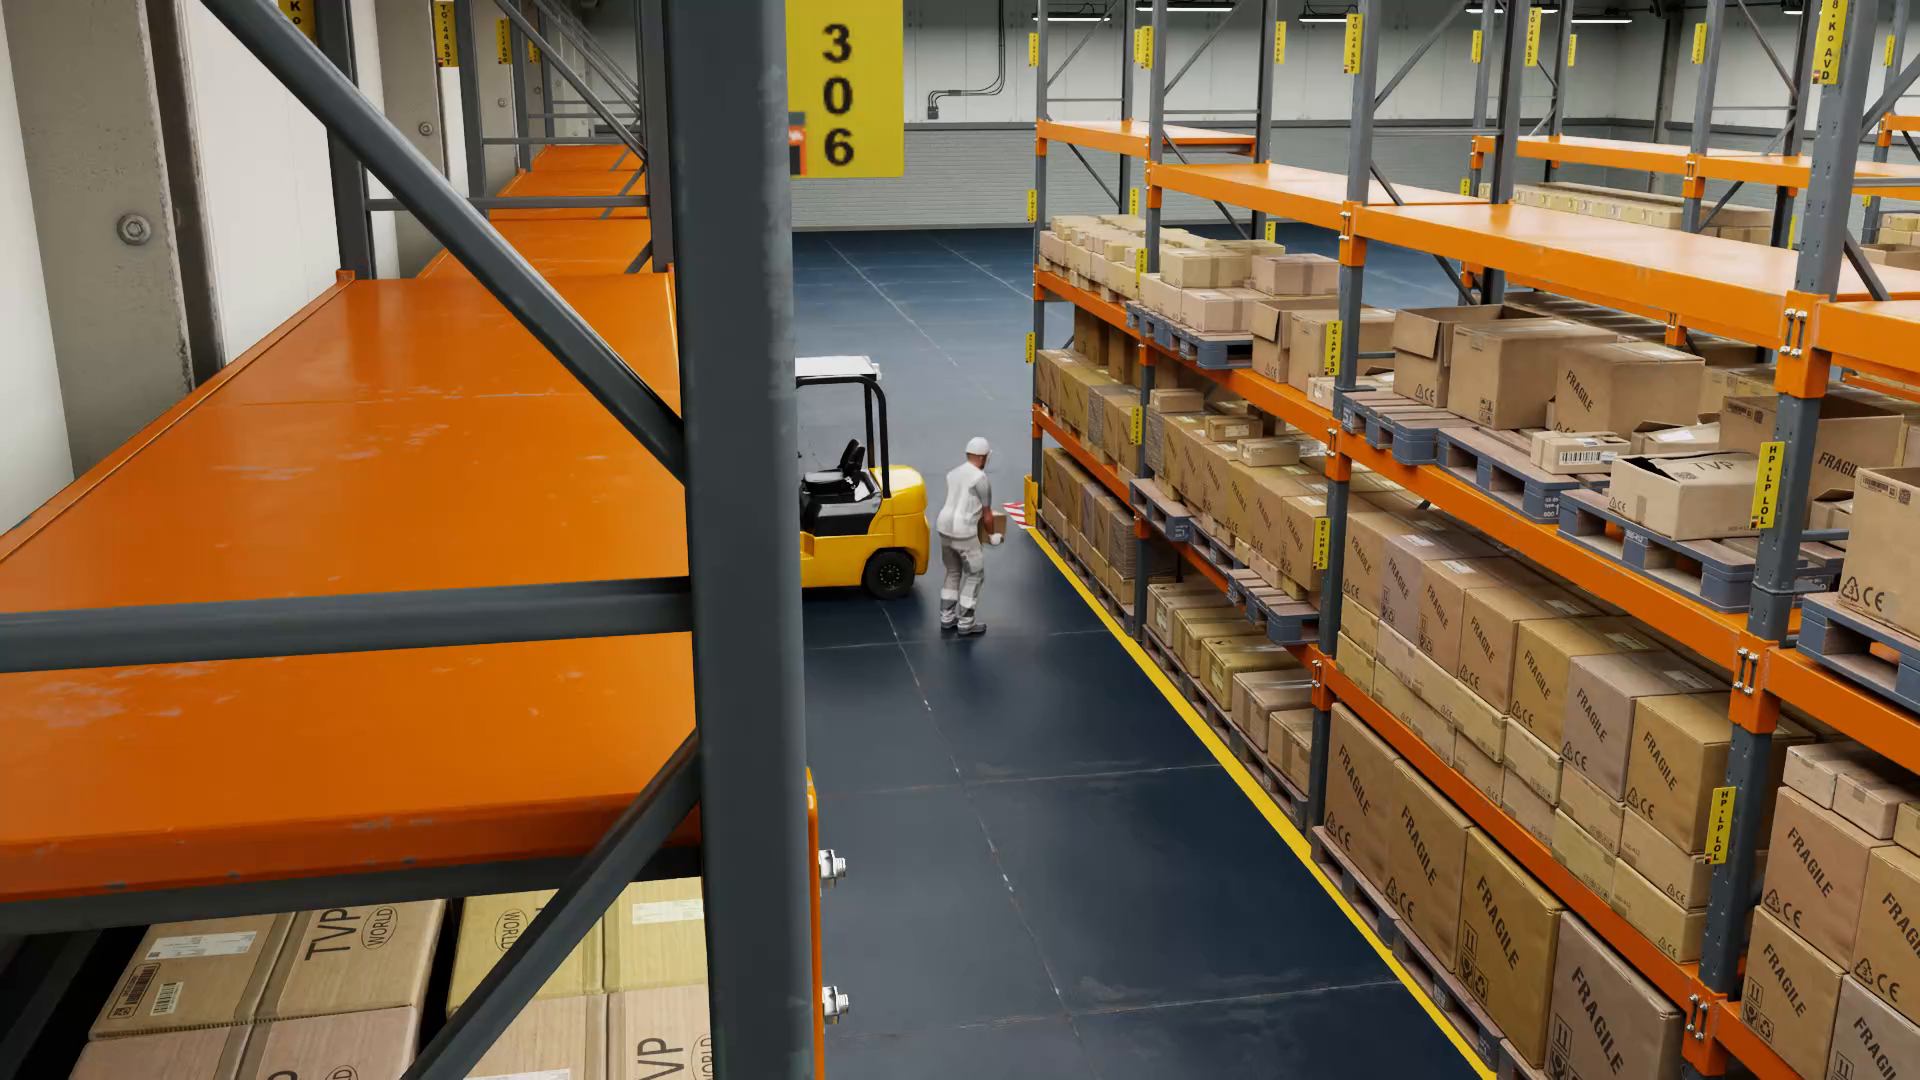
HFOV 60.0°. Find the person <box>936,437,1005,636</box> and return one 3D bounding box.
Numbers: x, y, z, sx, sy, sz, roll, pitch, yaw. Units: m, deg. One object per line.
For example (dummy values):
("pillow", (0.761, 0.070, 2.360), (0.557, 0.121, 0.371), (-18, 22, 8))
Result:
("person", (0.080, -0.051, 14.776), (0.615, 1.726, 0.496), (-14, 21, -39))
